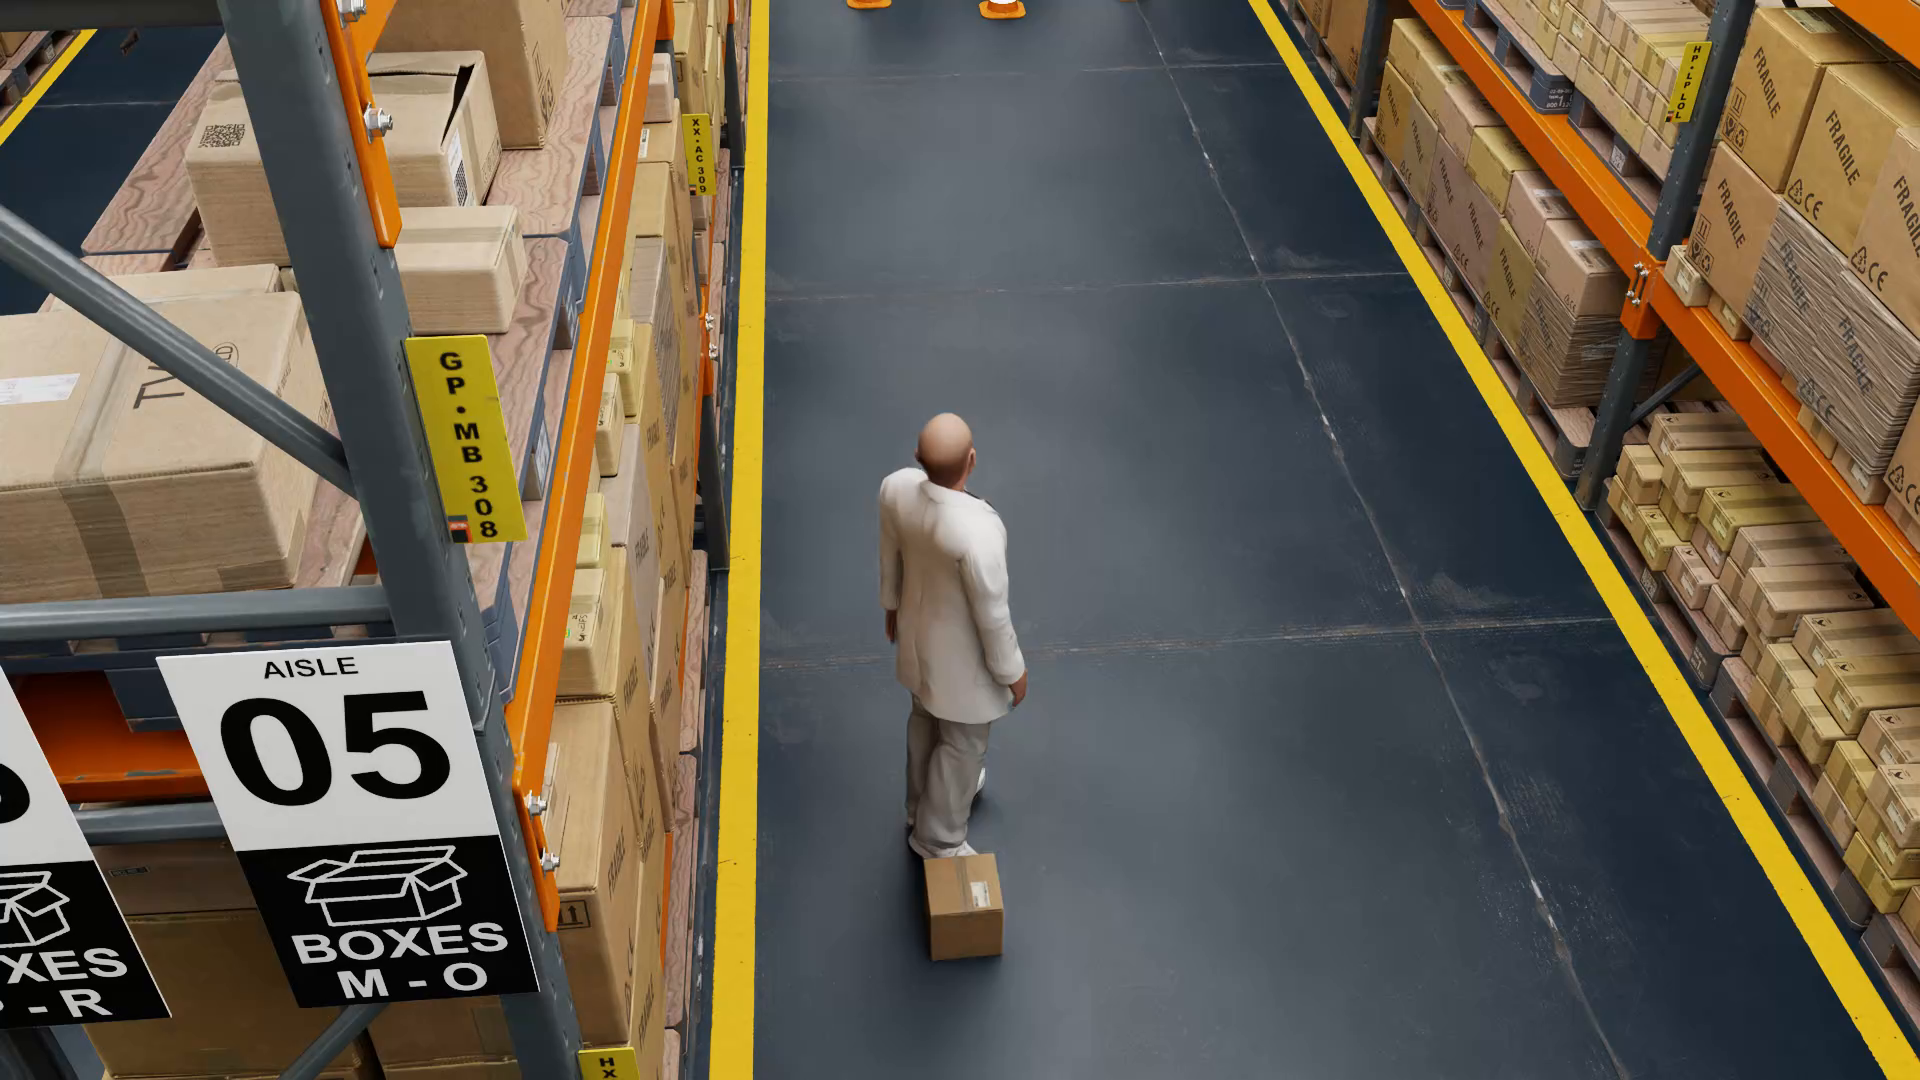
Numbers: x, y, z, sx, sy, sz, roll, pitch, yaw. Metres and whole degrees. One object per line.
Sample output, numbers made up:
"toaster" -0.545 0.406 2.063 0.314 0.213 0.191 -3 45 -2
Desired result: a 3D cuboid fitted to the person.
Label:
"person" -0.024 0.362 5.675 0.440 1.778 0.703 -24 44 -27
